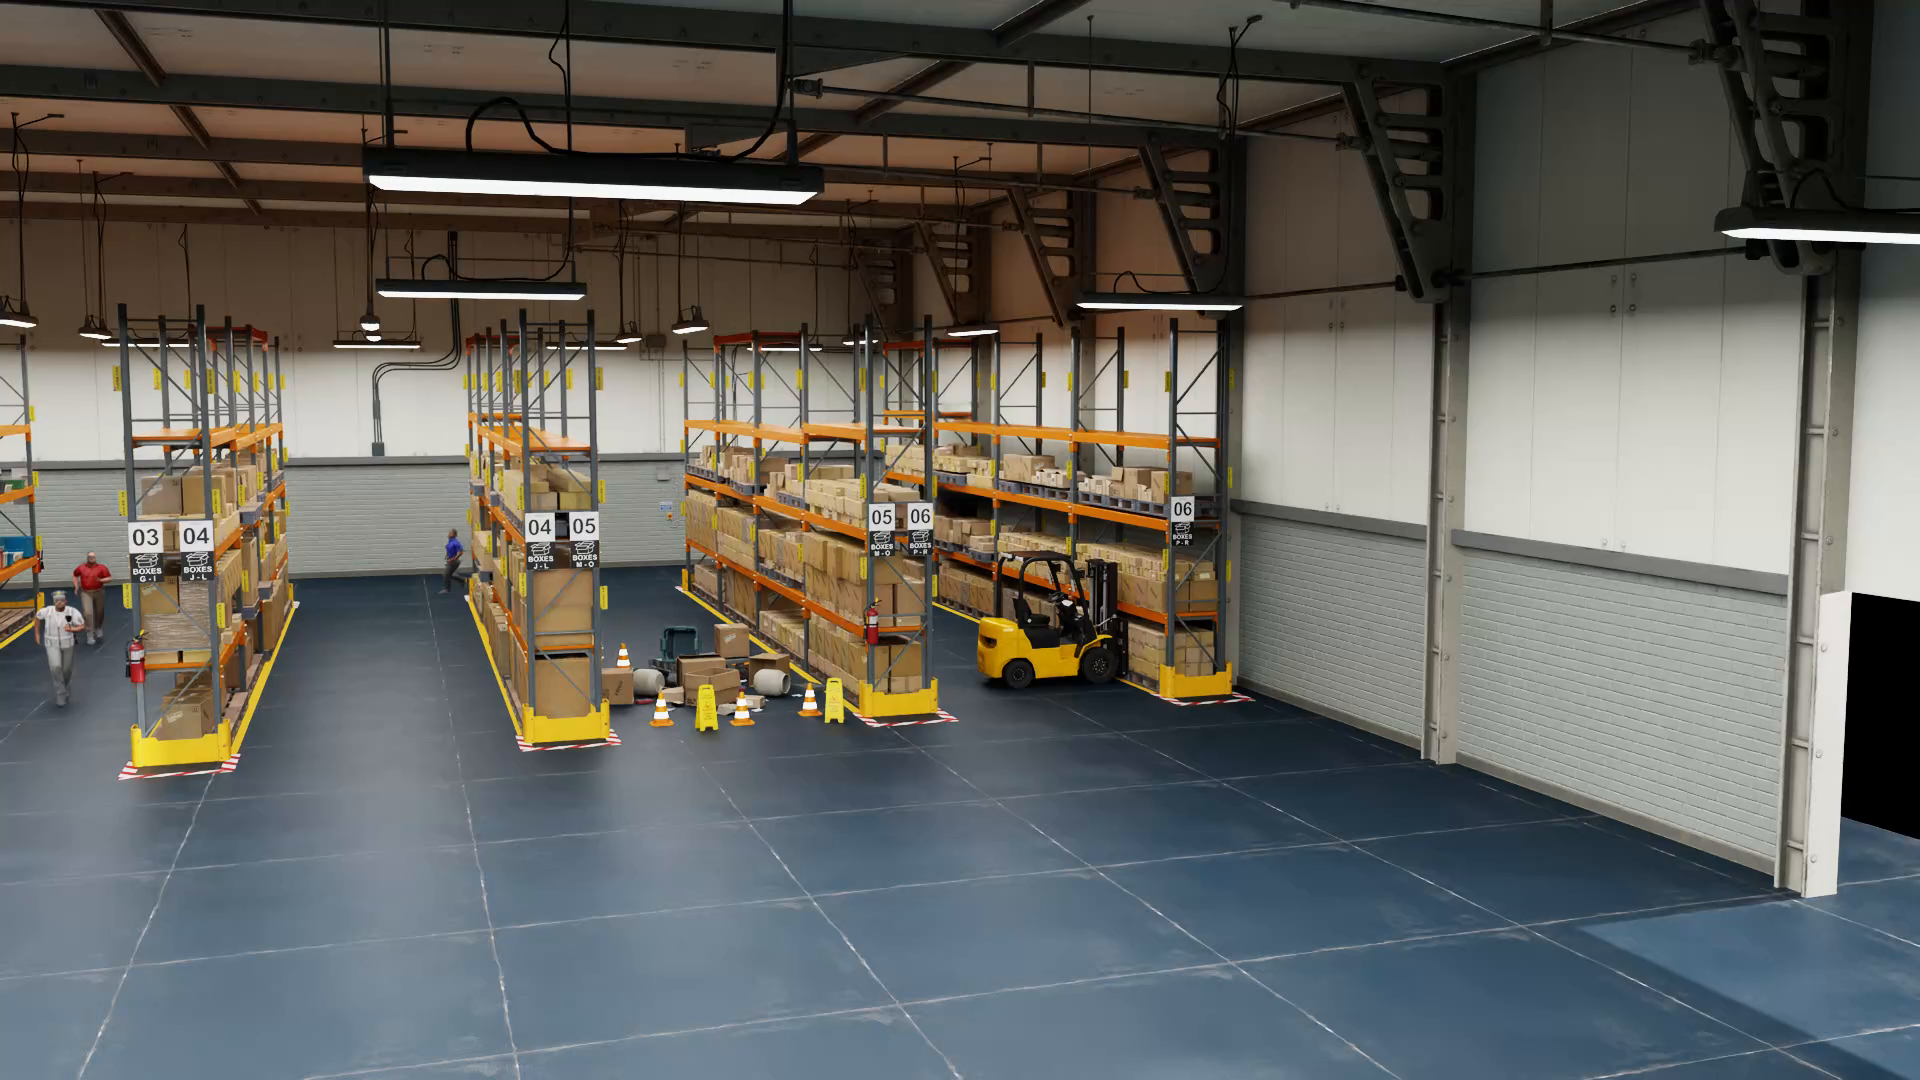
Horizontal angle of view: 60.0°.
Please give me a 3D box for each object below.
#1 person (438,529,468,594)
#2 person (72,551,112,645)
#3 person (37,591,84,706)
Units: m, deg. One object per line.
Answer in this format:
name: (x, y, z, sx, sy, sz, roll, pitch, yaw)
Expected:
person: (-11.910, 0.496, 39.318, 0.707, 1.567, 0.654, -4, 7, -38)
person: (-16.688, 1.089, 32.011, 0.654, 1.740, 0.939, -3, 6, -31)
person: (-14.044, 1.673, 25.999, 0.643, 1.827, 0.807, -3, 6, -29)
